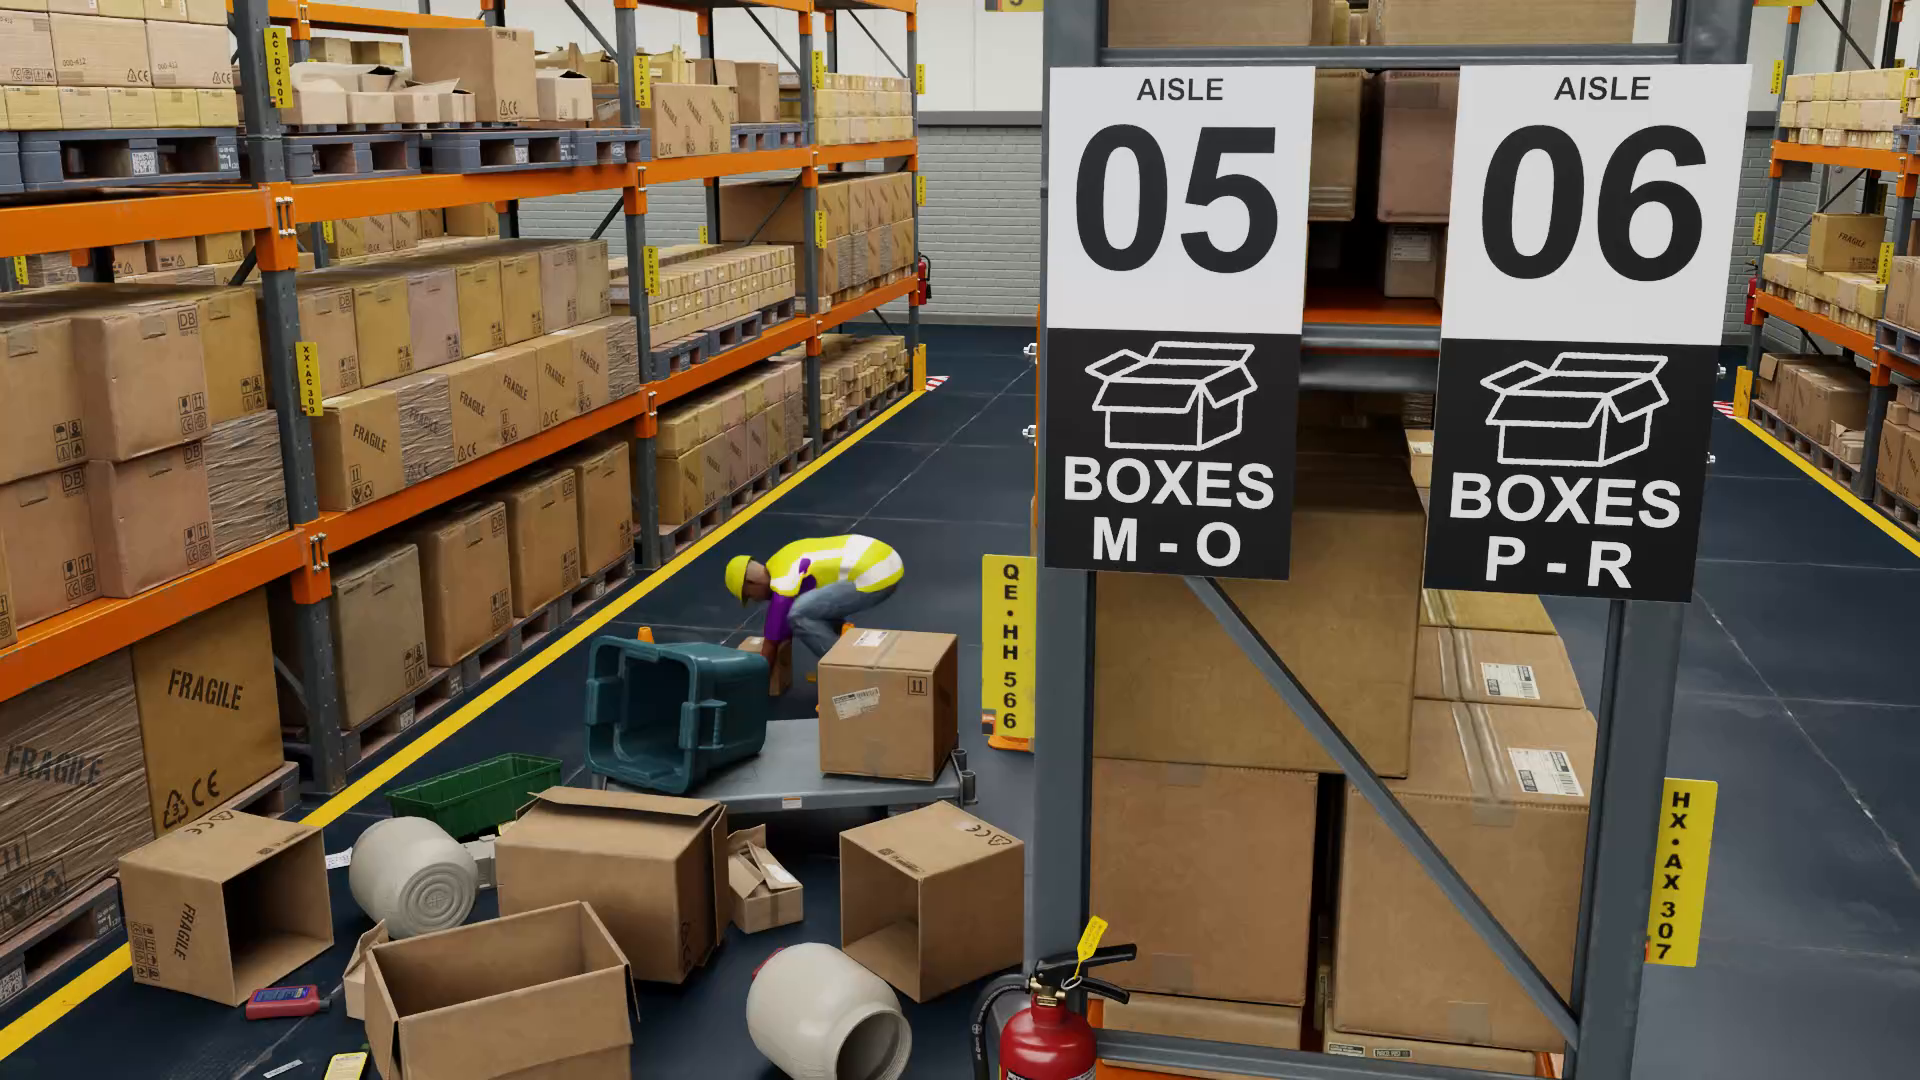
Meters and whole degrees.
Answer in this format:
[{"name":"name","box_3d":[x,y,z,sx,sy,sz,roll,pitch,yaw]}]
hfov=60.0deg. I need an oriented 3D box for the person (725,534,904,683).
[{"name":"person","box_3d":[-0.799,0.420,9.094,0.979,0.905,0.510,2,15,9]}]
